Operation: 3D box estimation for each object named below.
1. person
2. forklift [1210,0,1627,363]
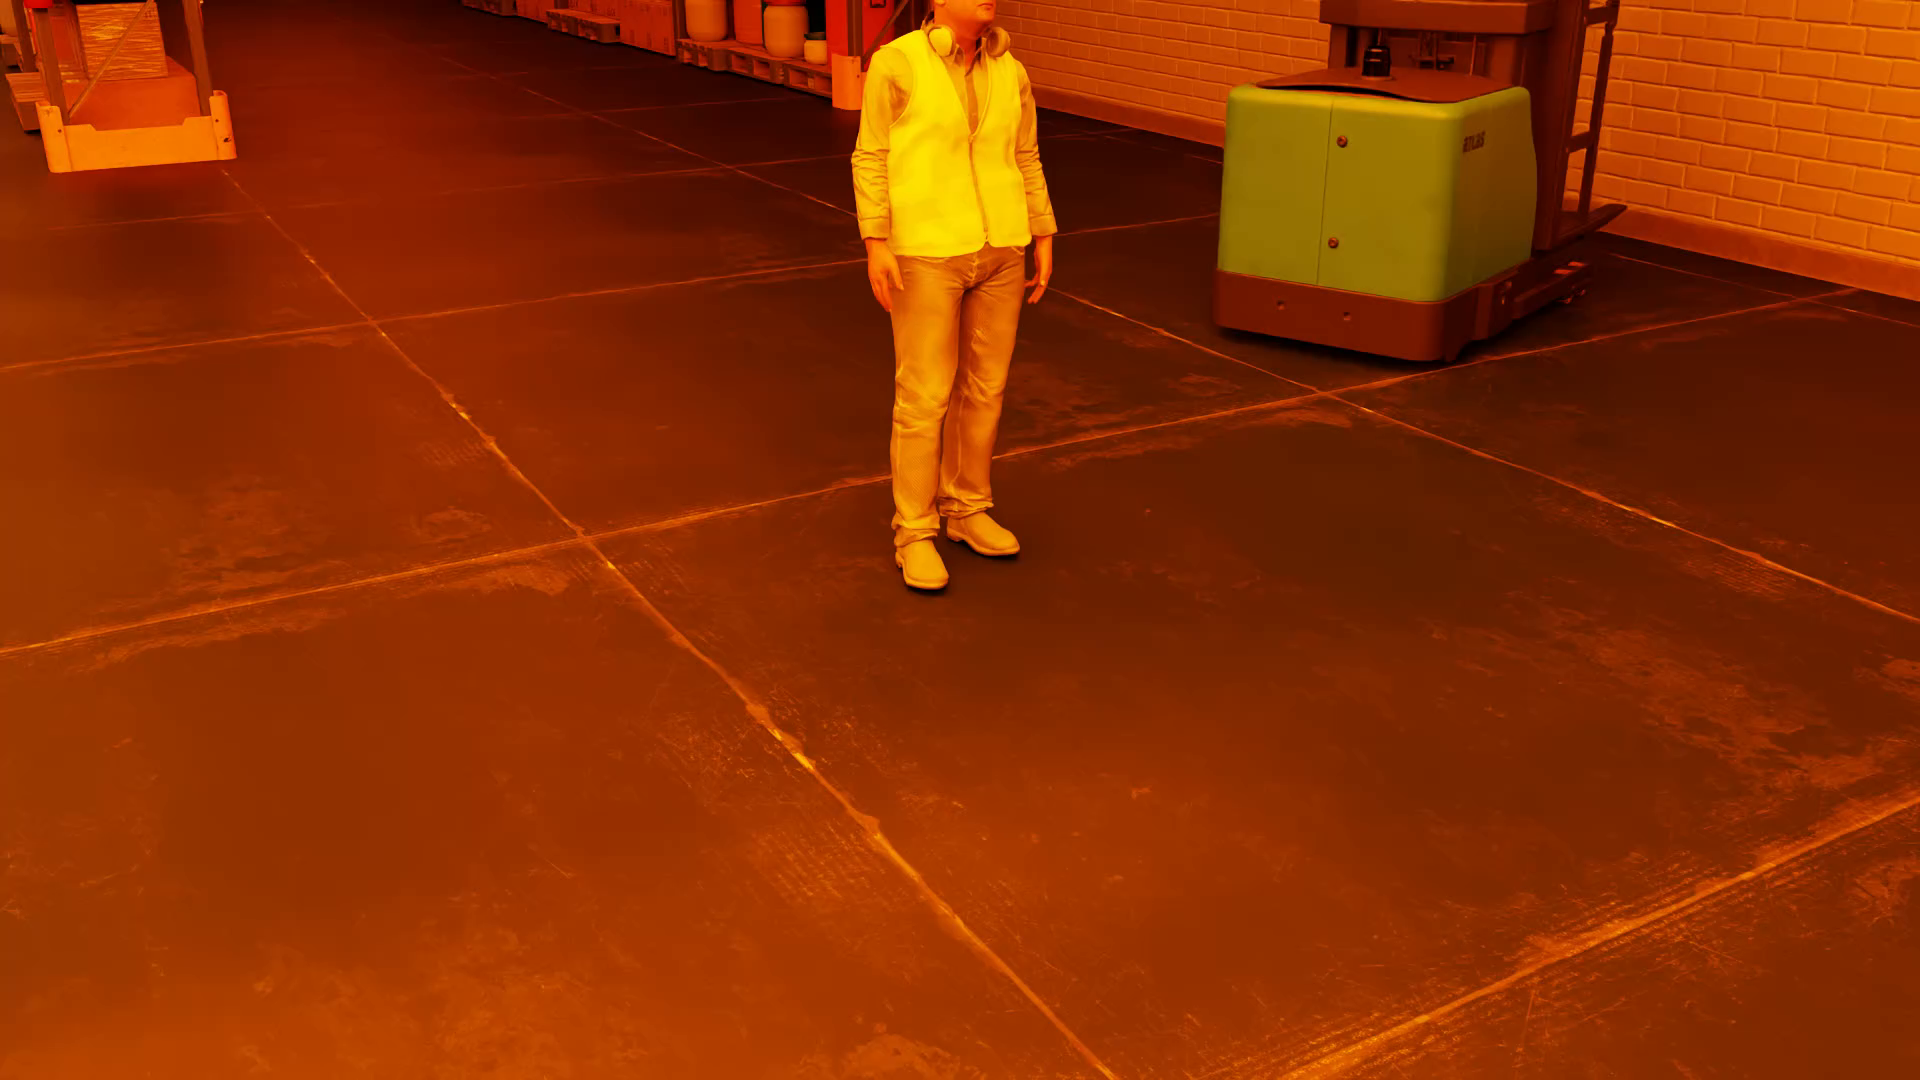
[{"bbox_3d":[0.025,-0.806,4.741,0.634,1.775,0.566,-12,25,-28],"label":"person"},{"bbox_3d":[2.392,-2.569,7.535,1.130,2.935,3.031,16,27,34],"label":"forklift"}]
